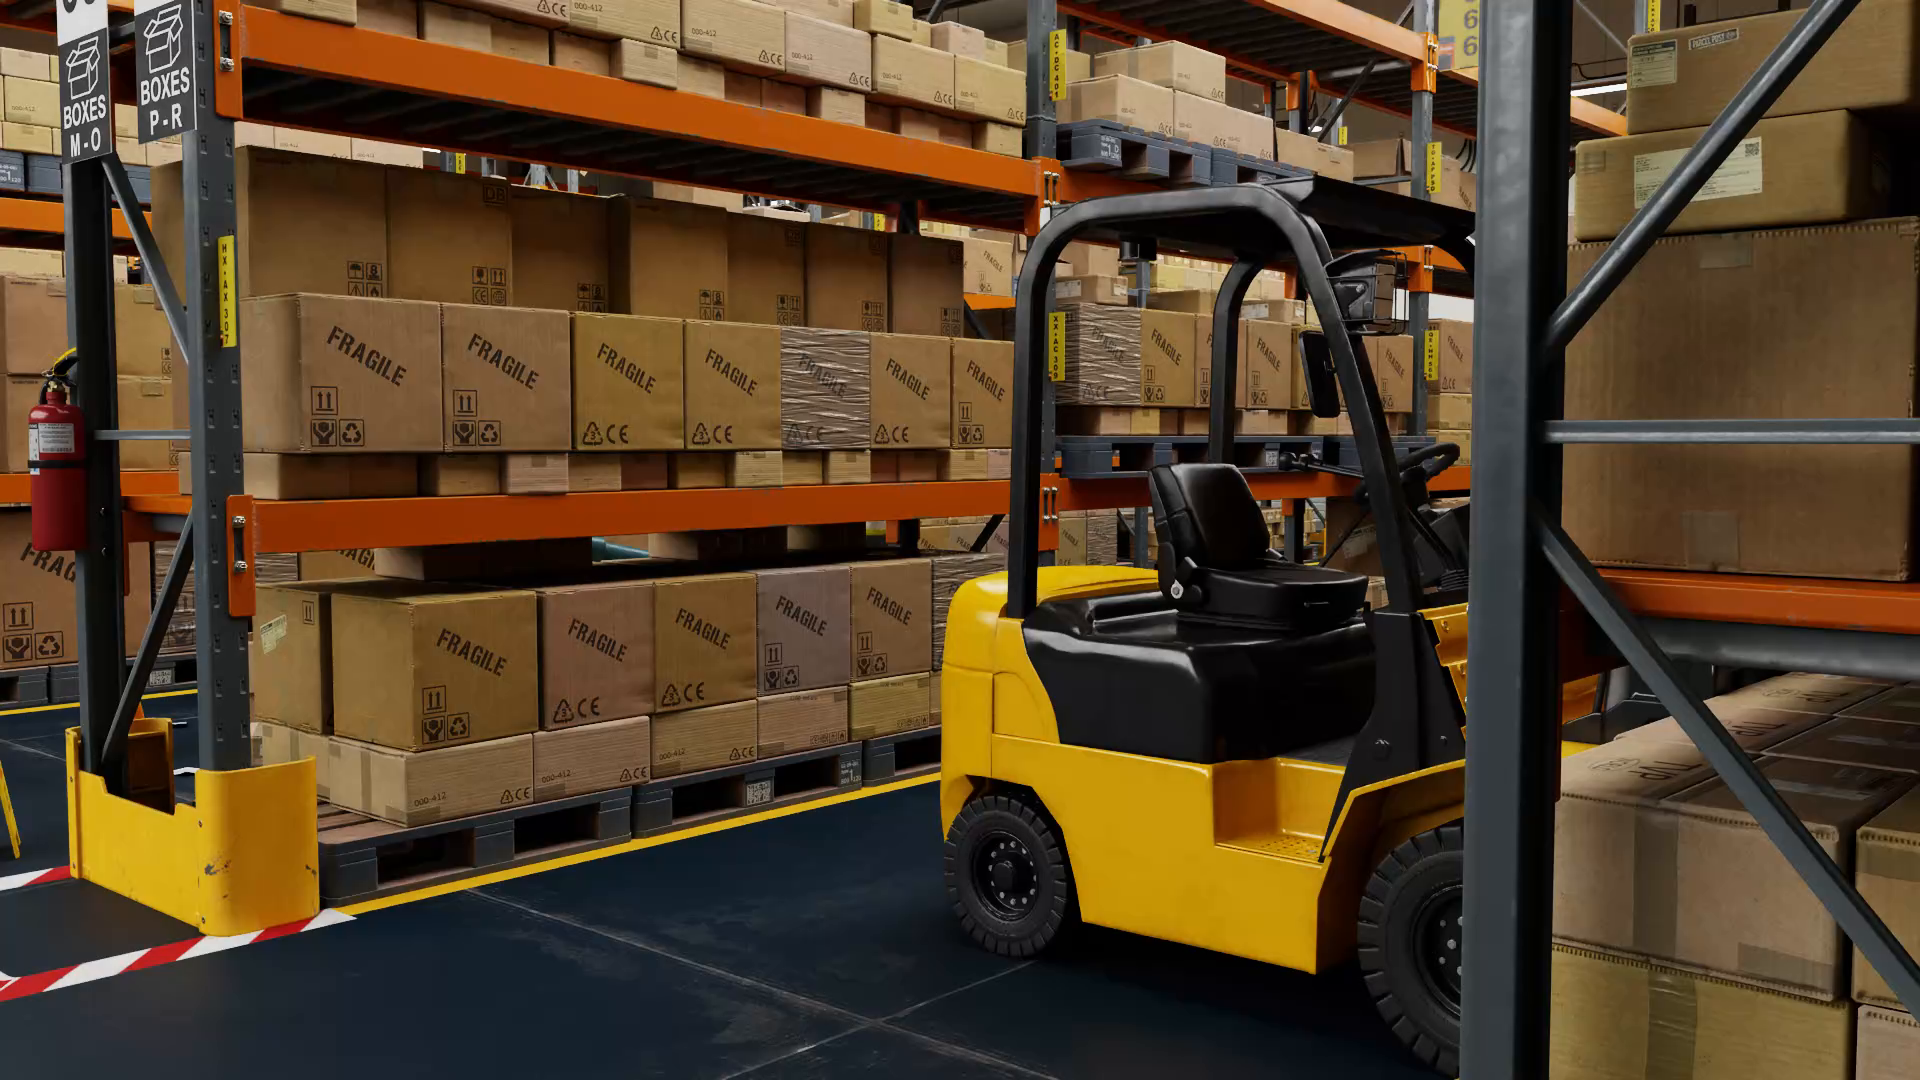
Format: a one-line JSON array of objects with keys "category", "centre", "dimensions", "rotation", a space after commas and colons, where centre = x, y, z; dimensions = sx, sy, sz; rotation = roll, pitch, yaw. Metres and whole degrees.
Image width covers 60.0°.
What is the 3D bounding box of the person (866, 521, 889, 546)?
[{"category": "person", "centre": [-0.695, -0.077, 11.302], "dimensions": [0.550, 1.764, 0.628], "rotation": [3, 5, 41]}]
